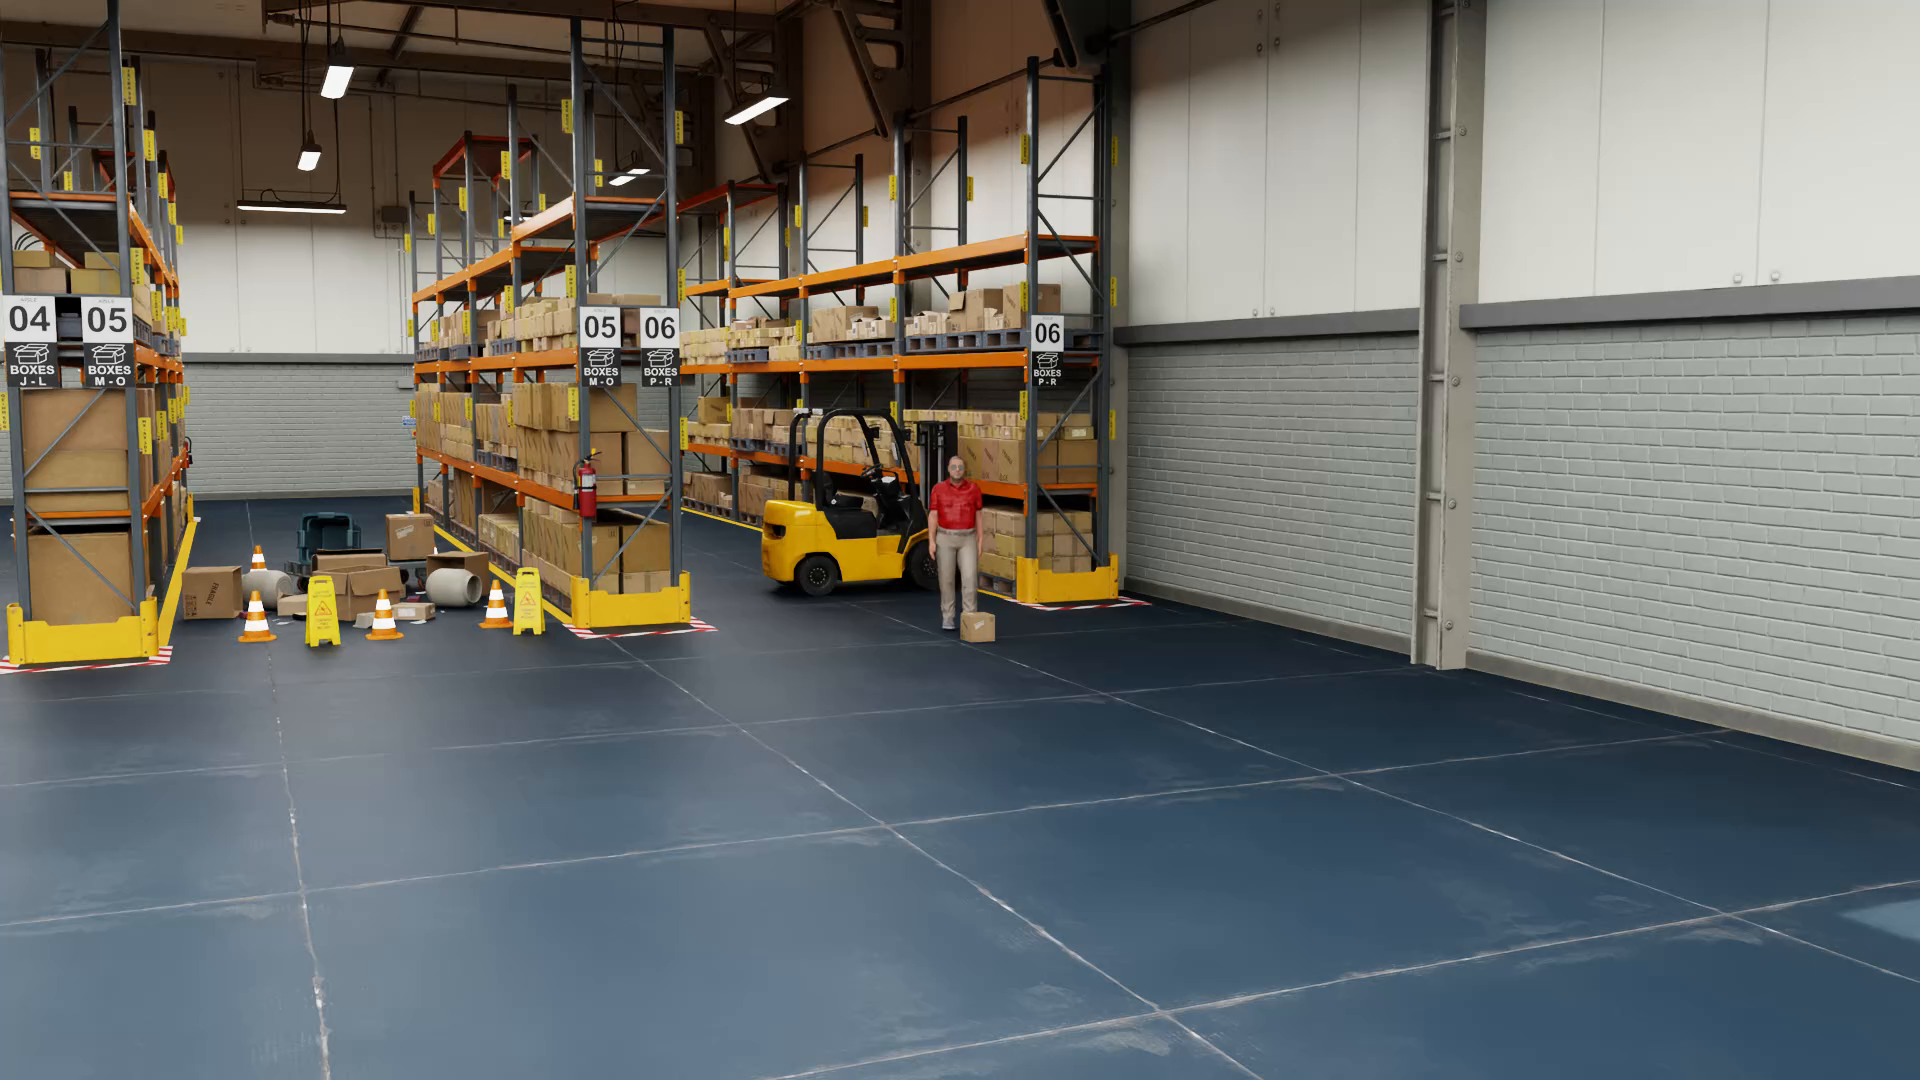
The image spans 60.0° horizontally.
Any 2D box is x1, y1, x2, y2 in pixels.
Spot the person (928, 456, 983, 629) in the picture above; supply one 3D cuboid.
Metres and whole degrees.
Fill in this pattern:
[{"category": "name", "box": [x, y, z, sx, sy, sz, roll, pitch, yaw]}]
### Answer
[{"category": "person", "box": [-0.037, 0.042, 16.294, 0.547, 1.714, 0.726, 0, 5, -2]}]
